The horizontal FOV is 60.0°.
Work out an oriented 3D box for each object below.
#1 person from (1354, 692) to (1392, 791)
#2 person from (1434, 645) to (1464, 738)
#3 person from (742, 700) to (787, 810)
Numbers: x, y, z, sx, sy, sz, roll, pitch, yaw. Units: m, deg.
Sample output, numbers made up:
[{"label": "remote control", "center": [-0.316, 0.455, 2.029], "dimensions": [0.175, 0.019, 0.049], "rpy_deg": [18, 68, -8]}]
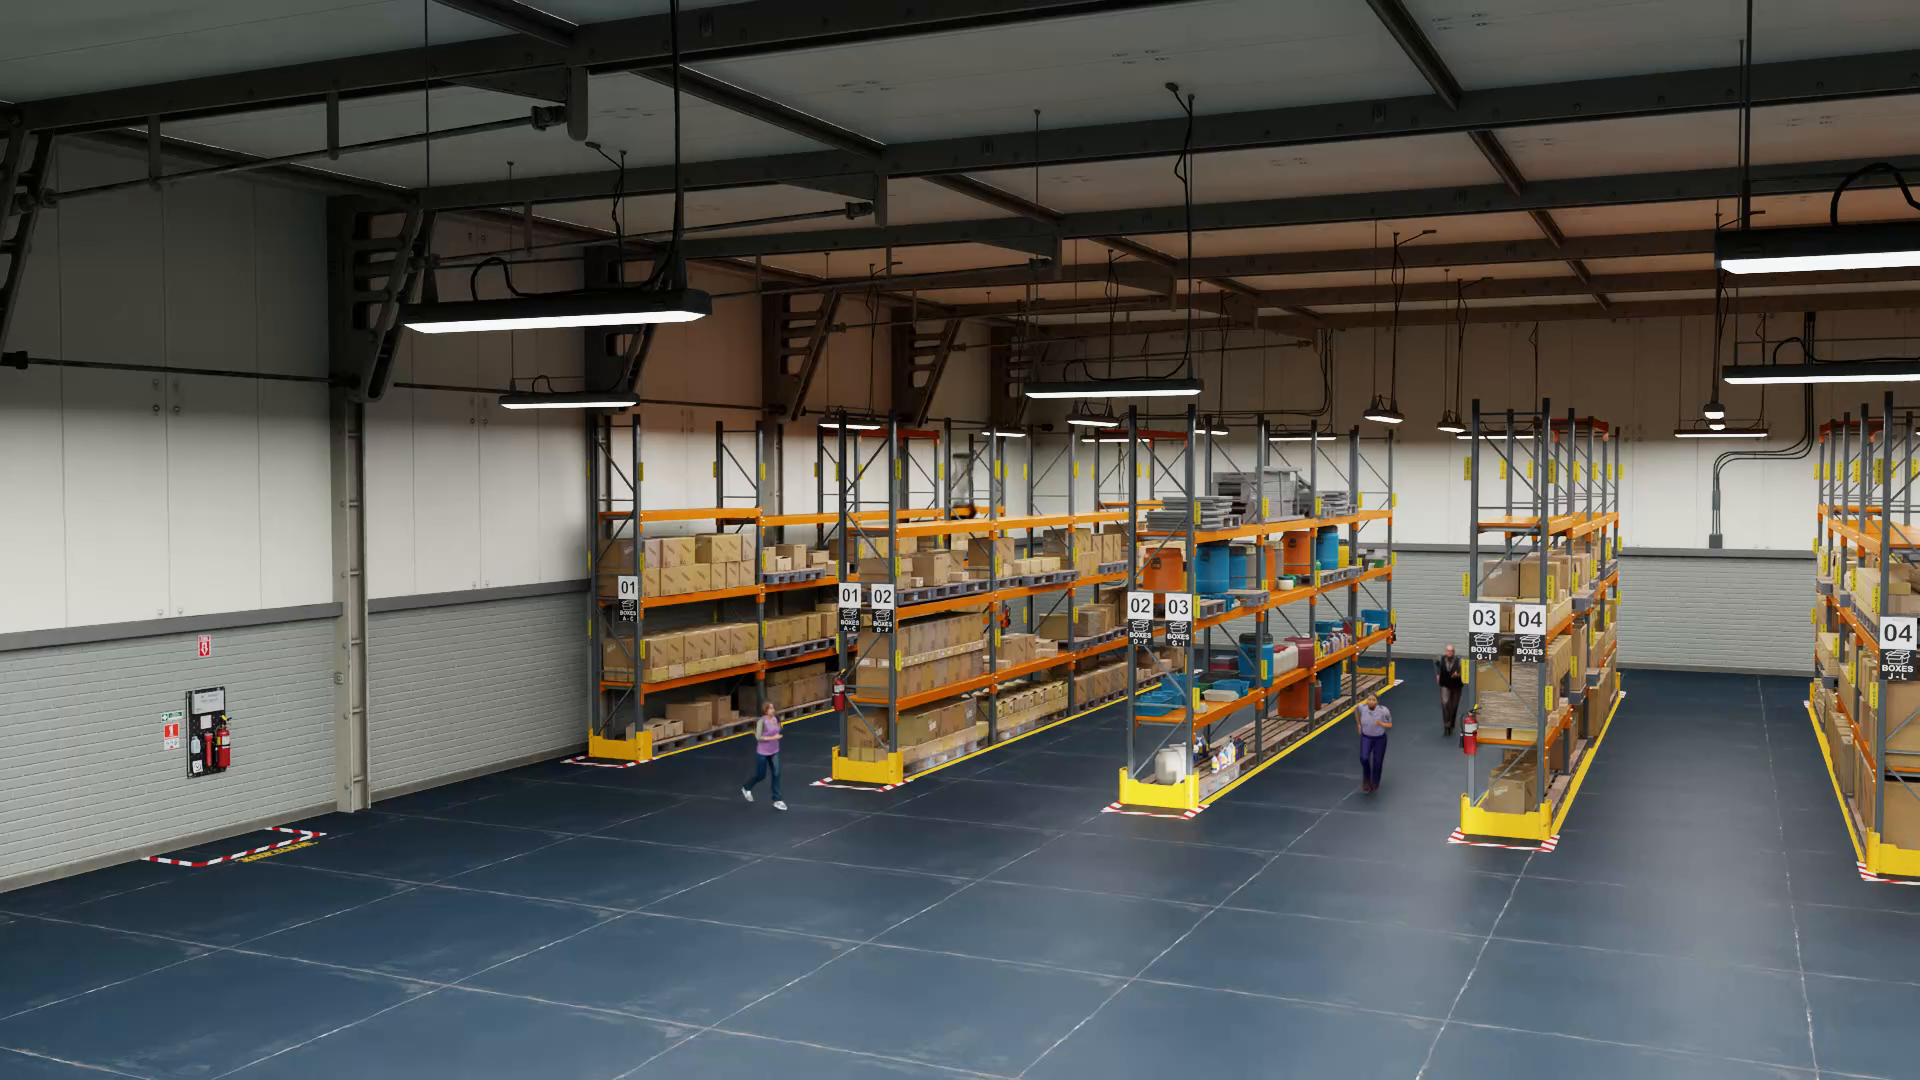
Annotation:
[{"label": "person", "center": [6.412, 3.128, 25.841], "dimensions": [0.592, 1.571, 0.843], "rpy_deg": [1, 2, 17]}, {"label": "person", "center": [9.378, 2.856, 31.755], "dimensions": [0.658, 1.735, 1.010], "rpy_deg": [1, 2, 16]}, {"label": "person", "center": [-2.884, 3.165, 24.658], "dimensions": [0.881, 1.586, 0.537], "rpy_deg": [2, 3, 39]}]
